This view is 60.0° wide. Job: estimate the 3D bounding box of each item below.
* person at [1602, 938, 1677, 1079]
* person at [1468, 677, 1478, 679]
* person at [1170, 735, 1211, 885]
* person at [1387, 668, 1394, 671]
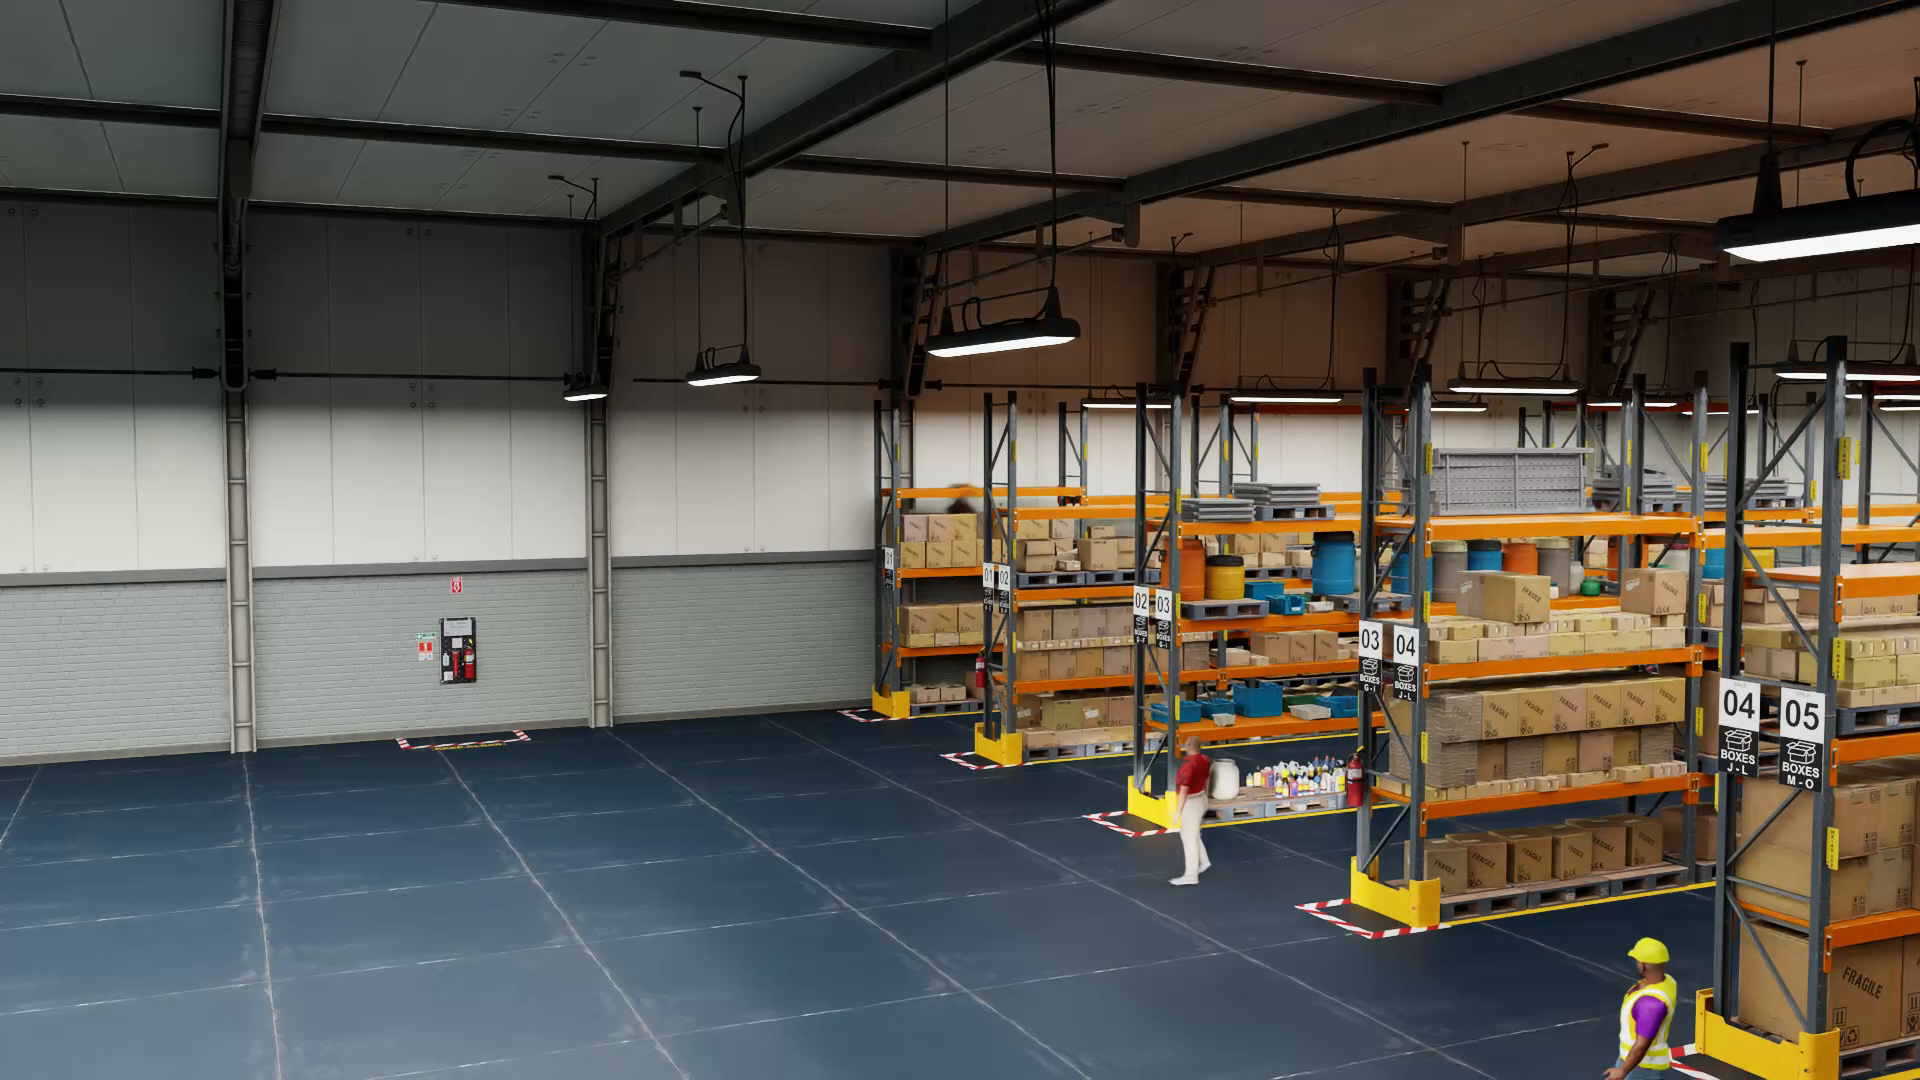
[{"bbox_3d":[4.680,3.614,11.524,0.528,1.776,0.649,1,3,17],"label":"person"},{"bbox_3d":[8.589,2.691,27.820,1.003,1.746,0.572,-2,4,-25],"label":"person"},{"bbox_3d":[2.733,3.156,19.592,0.396,1.738,0.657,1,4,22],"label":"person"},{"bbox_3d":[9.028,2.340,33.899,0.995,1.767,0.614,-2,4,-26],"label":"person"}]
